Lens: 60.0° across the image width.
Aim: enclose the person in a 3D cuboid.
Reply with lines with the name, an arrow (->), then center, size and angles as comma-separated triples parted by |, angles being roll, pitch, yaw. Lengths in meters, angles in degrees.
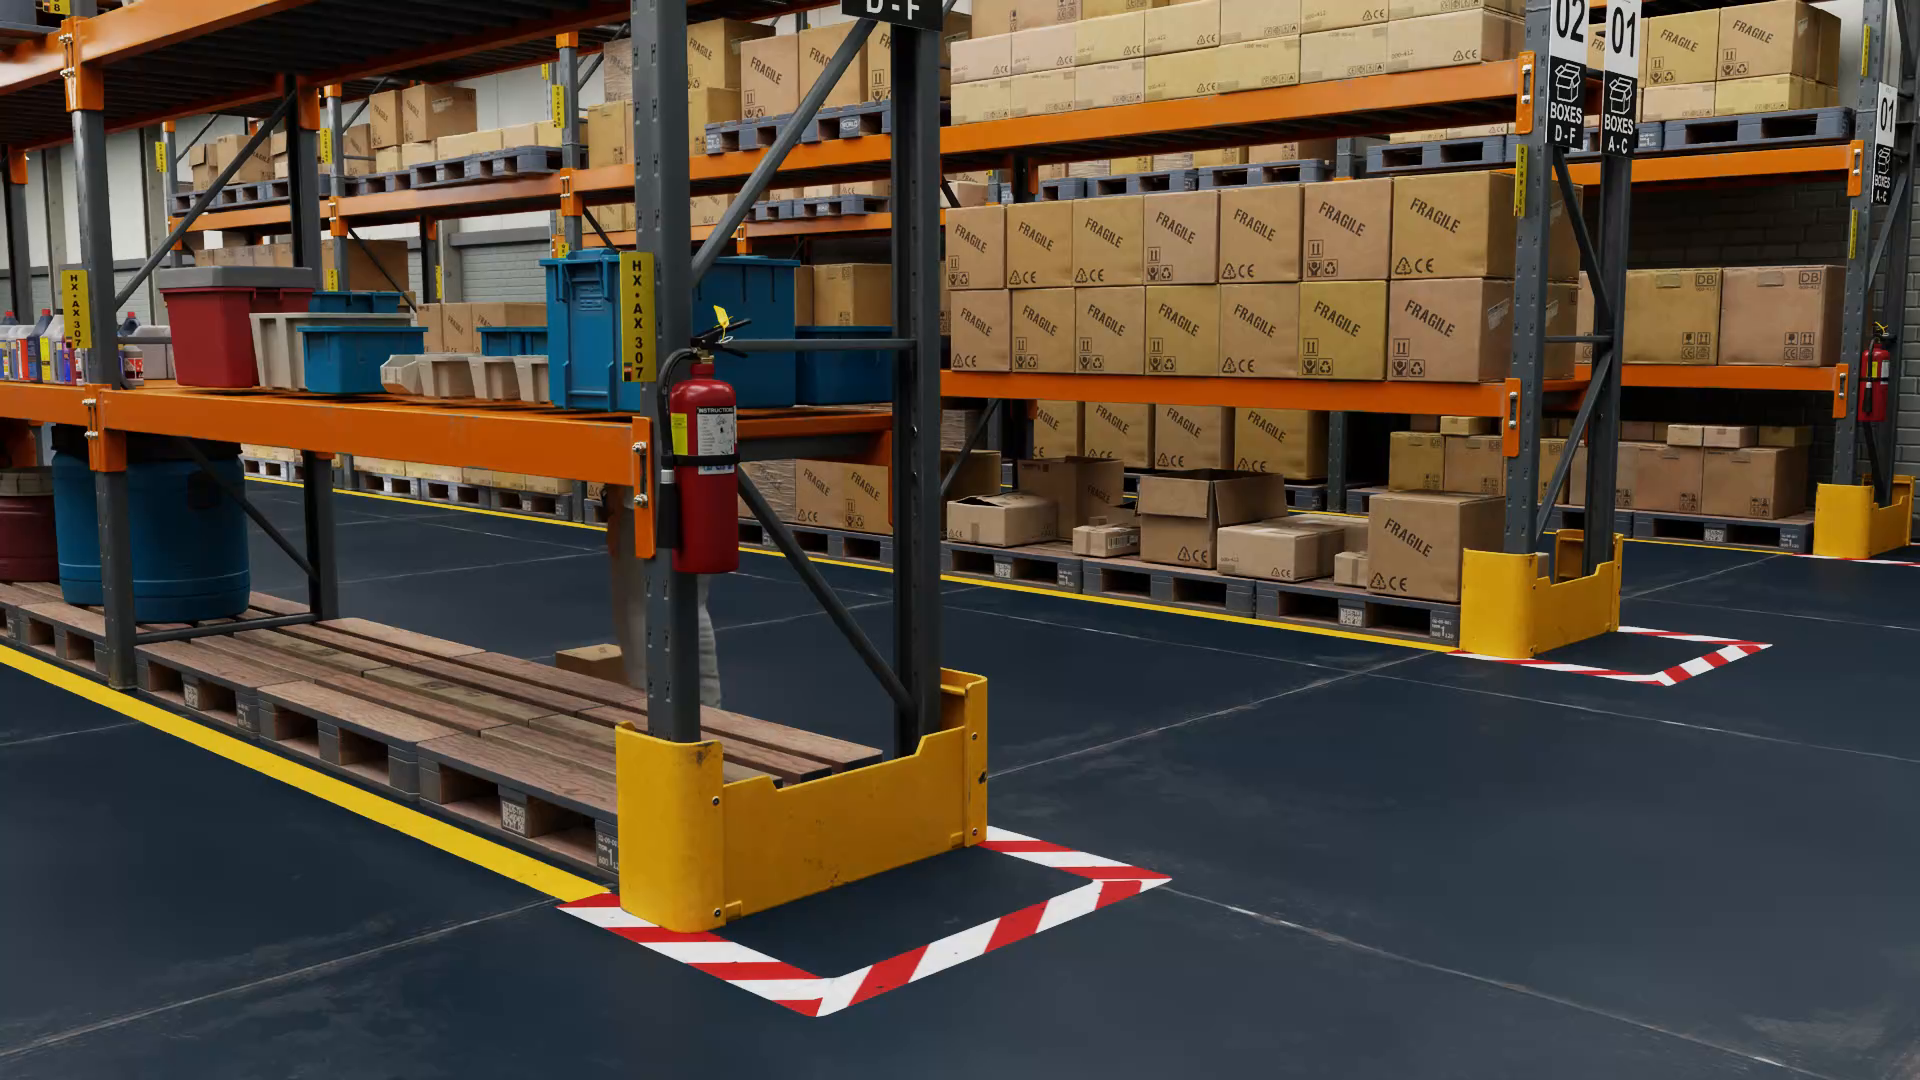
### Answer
person -> -1.159, -0.068, 6.374 | 0.390, 1.671, 0.467 | 7, 10, 44
